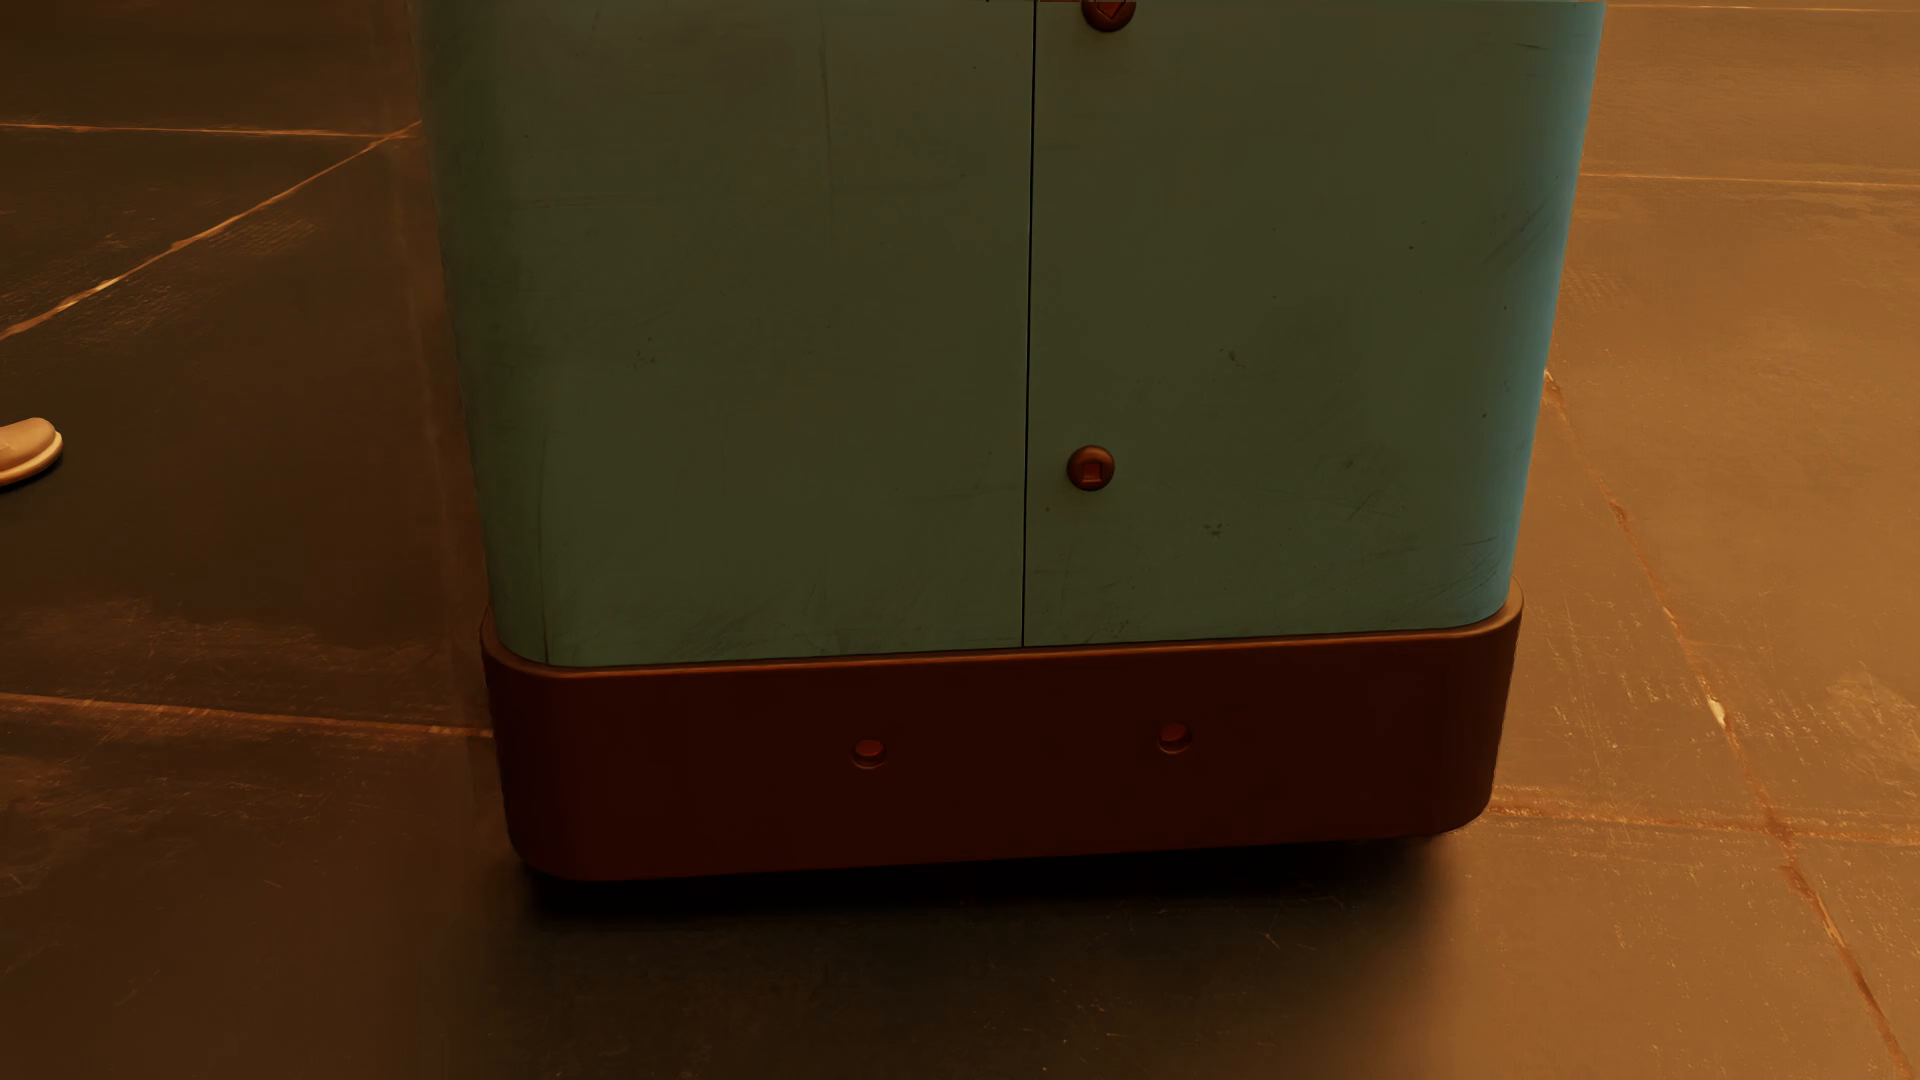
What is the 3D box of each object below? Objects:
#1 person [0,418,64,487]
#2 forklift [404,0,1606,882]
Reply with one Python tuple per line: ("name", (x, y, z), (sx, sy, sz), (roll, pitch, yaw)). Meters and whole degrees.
("person", (-1.843, -0.842, 2.236), (0.640, 1.727, 0.550), (7, 27, 14))
("forklift", (-0.074, -1.596, 2.417), (1.130, 2.935, 3.031), (-2, 27, -5))
